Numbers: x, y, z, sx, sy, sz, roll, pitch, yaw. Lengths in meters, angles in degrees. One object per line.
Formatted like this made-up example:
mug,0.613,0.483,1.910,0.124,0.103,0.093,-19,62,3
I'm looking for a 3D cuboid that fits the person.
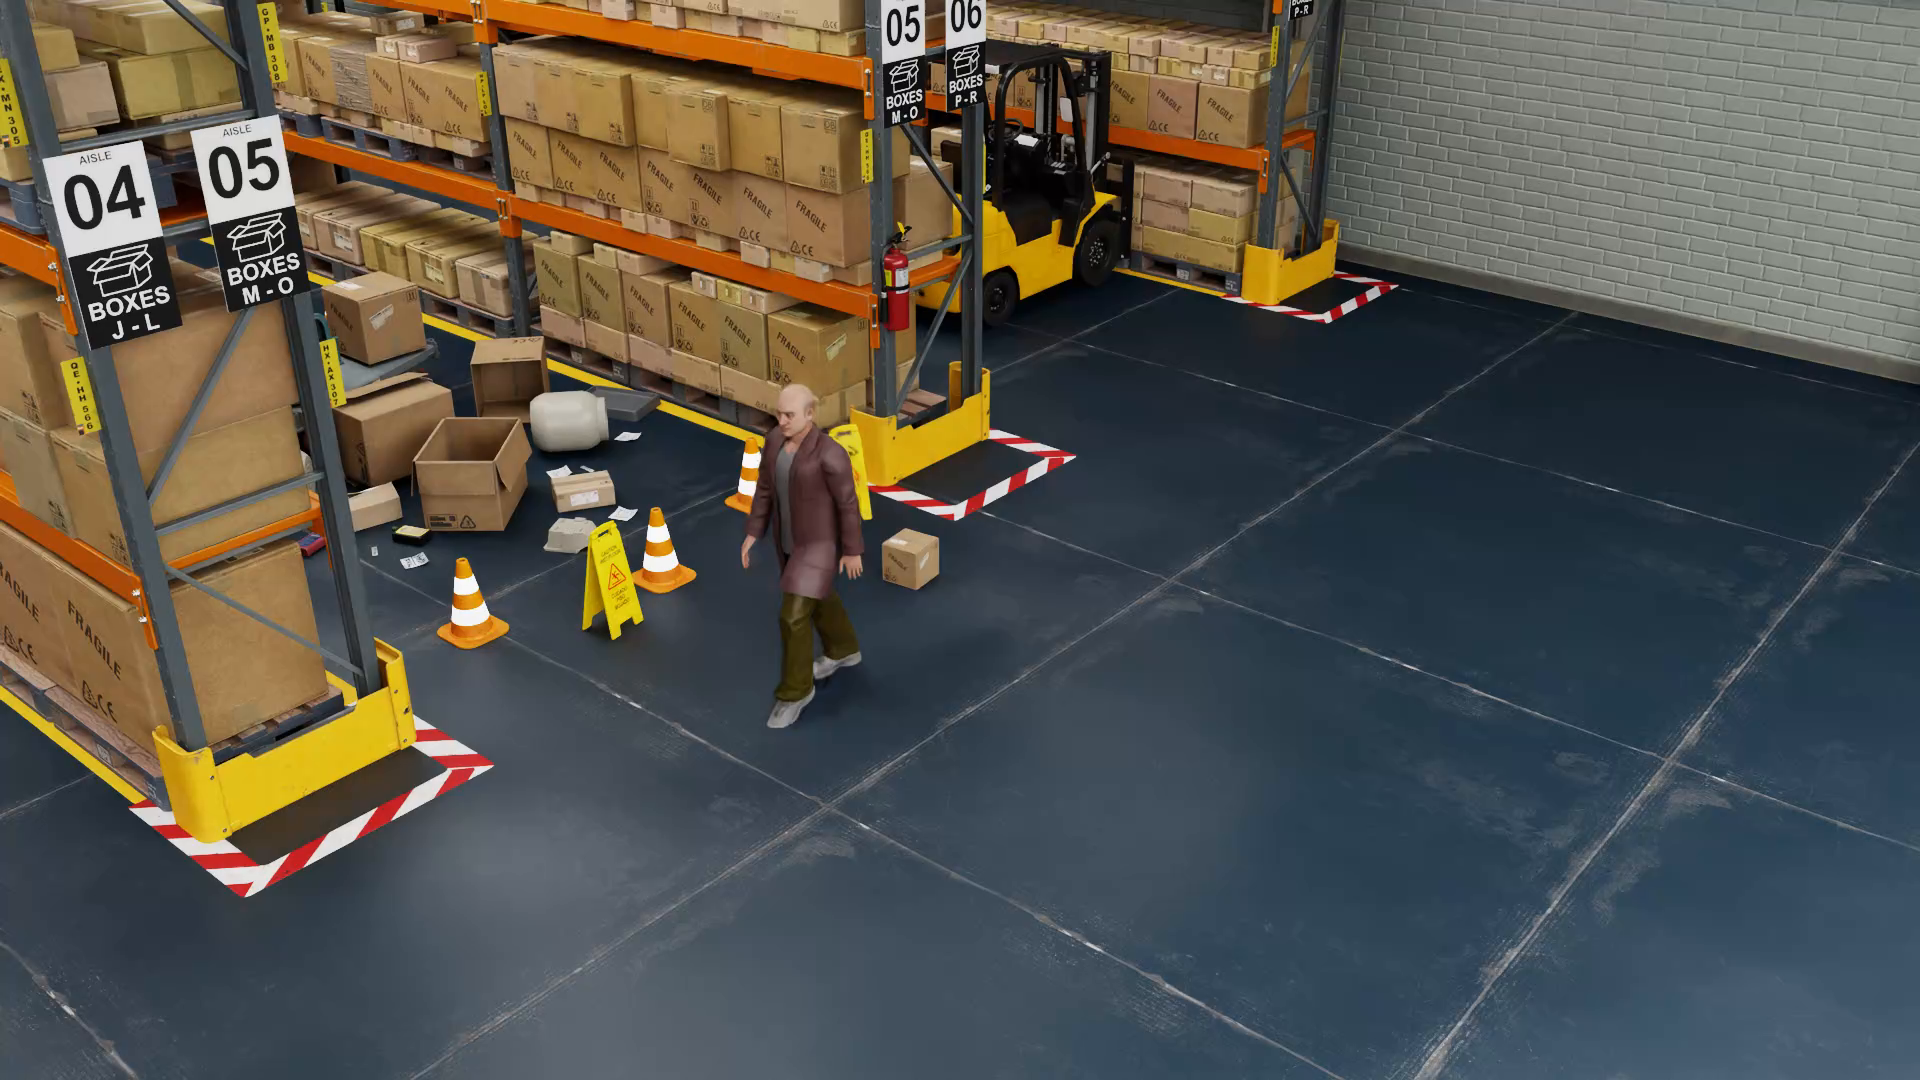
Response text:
person,-0.793,0.063,8.559,0.770,1.845,0.606,-23,35,-37
